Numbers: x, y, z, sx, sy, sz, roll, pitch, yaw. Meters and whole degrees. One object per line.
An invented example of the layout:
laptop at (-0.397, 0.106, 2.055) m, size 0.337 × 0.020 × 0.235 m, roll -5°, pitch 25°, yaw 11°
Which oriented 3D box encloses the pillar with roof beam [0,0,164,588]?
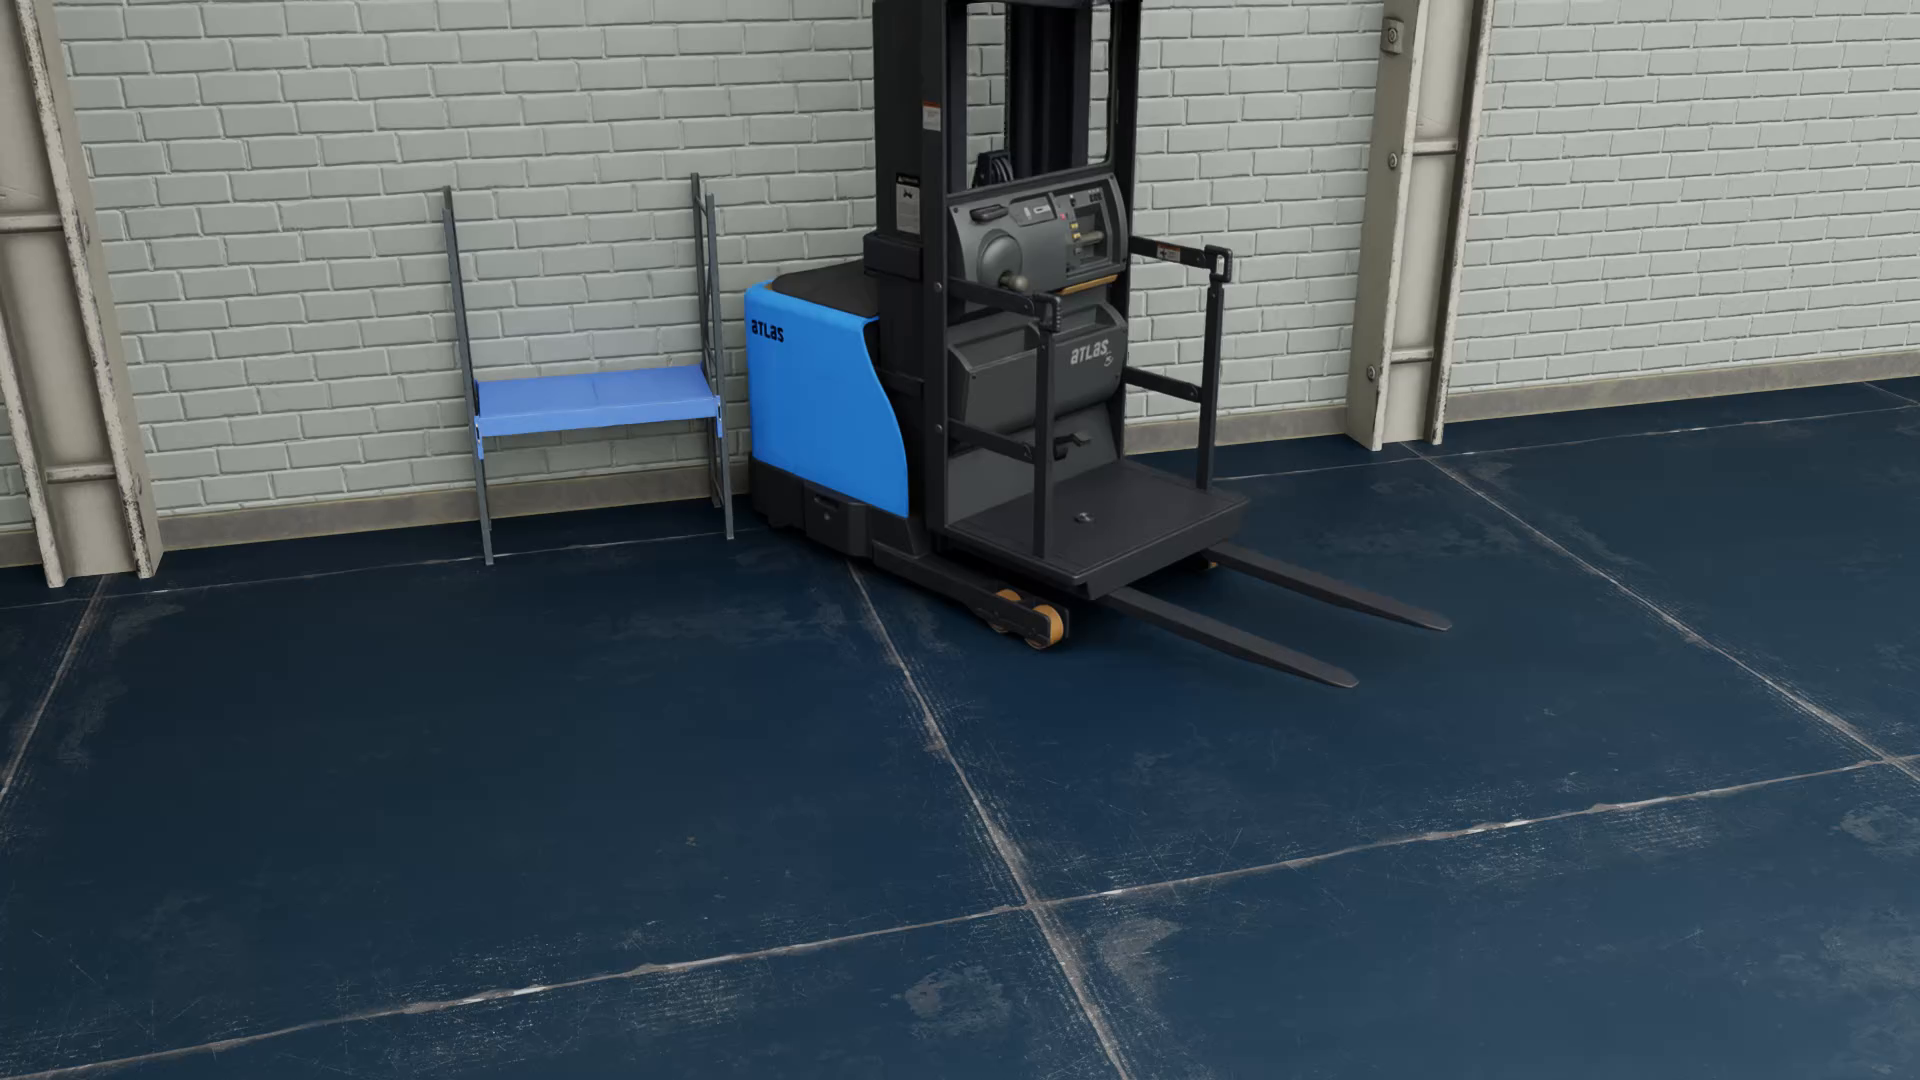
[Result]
pillar with roof beam at (-2.414, -2.385, 1.396) m, size 0.400 × 9.000 × 9.100 m, roll -6°, pitch 24°, yaw -14°

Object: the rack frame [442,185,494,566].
rack frame at (-2.047, -0.676, 6.924) m, size 0.032 × 1.500 × 0.500 m, roll -6°, pitch 24°, yaw -14°

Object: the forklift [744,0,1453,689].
forklift at (0.464, -1.164, 6.246) m, size 3.031 × 2.935 × 1.130 m, roll 21°, pitch 31°, yaw 40°

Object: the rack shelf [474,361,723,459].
rack shelf at (-1.557, -0.565, 7.121) m, size 1.000 × 0.185 × 0.538 m, roll -6°, pitch 24°, yaw -14°

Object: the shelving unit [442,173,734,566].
shelving unit at (-1.557, -0.730, 7.050) m, size 1.048 × 1.500 × 0.538 m, roll -6°, pitch 24°, yaw -14°

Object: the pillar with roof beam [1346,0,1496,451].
pillar with roof beam at (3.363, -3.024, 2.886) m, size 0.400 × 9.000 × 9.100 m, roll -6°, pitch 24°, yaw -14°

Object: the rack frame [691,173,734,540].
rack frame at (-1.068, -0.785, 7.177) m, size 0.032 × 1.500 × 0.500 m, roll -6°, pitch 24°, yaw -14°
